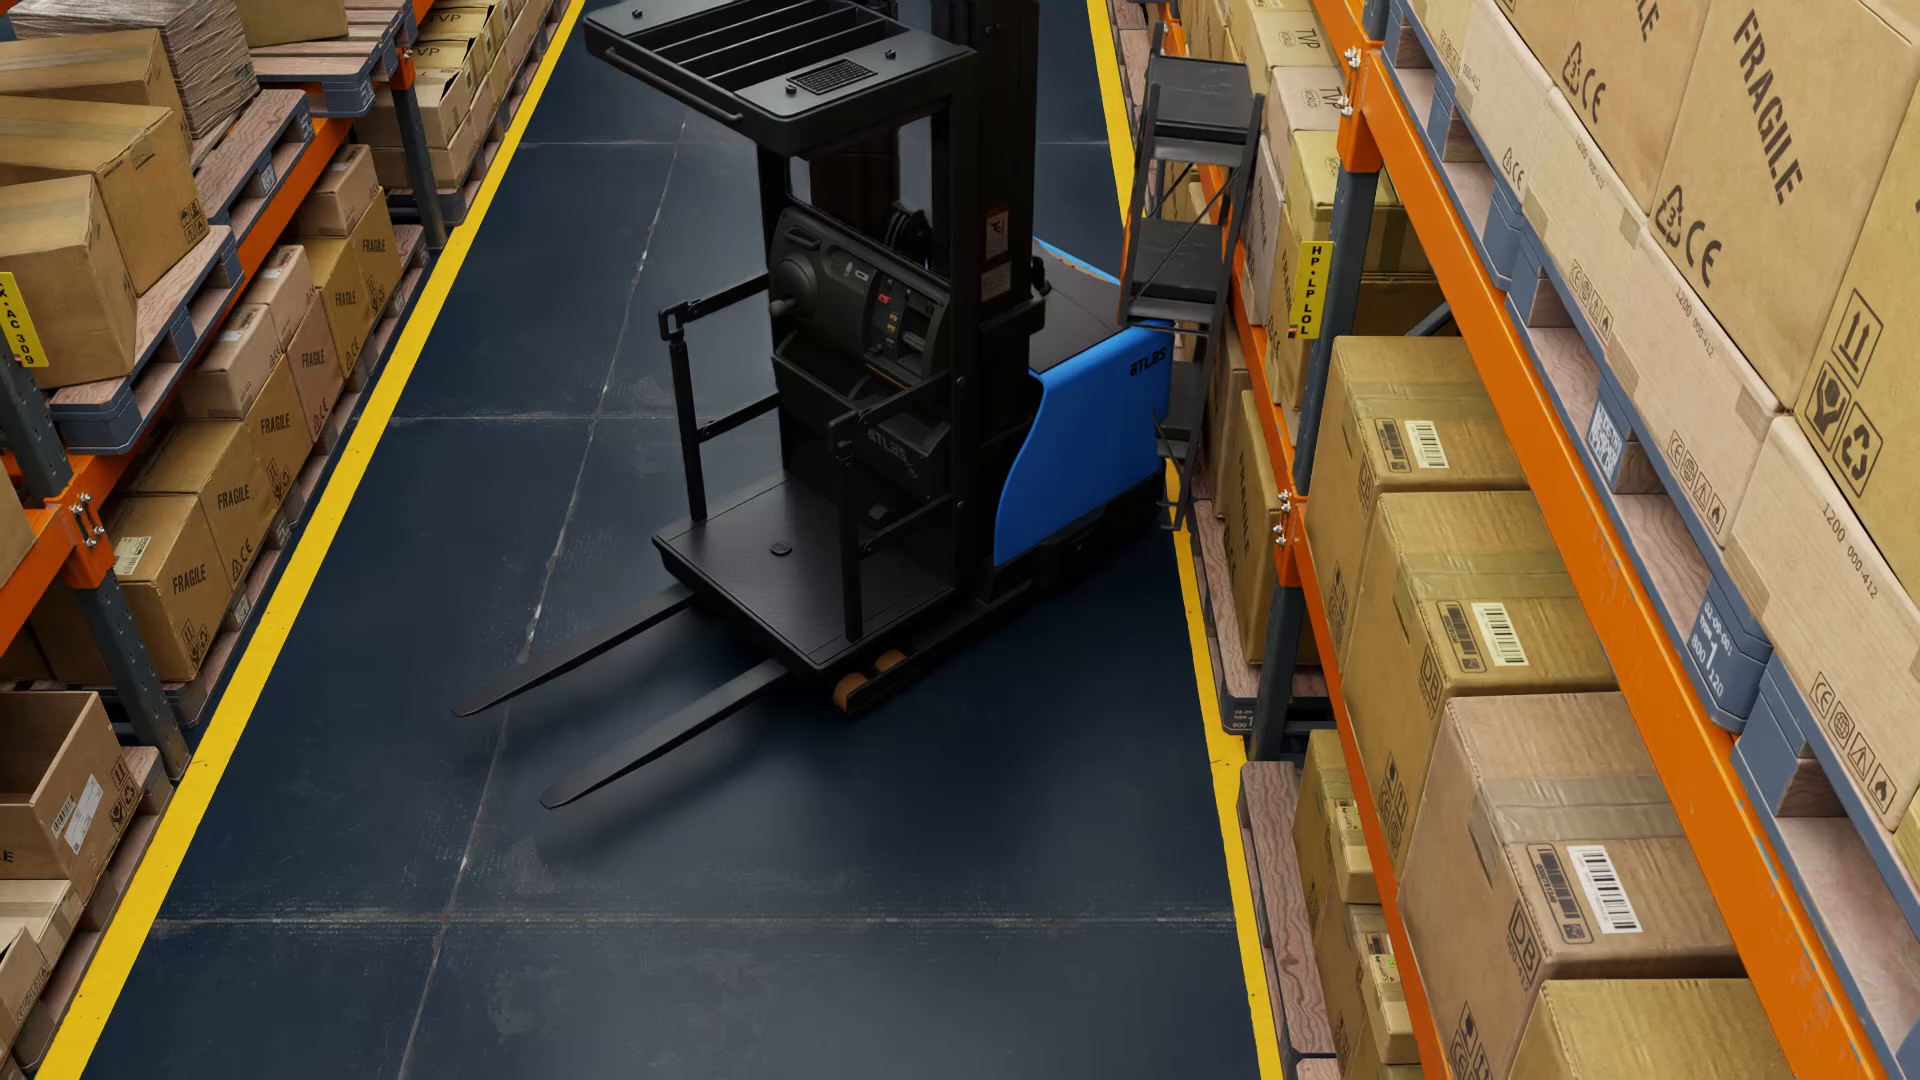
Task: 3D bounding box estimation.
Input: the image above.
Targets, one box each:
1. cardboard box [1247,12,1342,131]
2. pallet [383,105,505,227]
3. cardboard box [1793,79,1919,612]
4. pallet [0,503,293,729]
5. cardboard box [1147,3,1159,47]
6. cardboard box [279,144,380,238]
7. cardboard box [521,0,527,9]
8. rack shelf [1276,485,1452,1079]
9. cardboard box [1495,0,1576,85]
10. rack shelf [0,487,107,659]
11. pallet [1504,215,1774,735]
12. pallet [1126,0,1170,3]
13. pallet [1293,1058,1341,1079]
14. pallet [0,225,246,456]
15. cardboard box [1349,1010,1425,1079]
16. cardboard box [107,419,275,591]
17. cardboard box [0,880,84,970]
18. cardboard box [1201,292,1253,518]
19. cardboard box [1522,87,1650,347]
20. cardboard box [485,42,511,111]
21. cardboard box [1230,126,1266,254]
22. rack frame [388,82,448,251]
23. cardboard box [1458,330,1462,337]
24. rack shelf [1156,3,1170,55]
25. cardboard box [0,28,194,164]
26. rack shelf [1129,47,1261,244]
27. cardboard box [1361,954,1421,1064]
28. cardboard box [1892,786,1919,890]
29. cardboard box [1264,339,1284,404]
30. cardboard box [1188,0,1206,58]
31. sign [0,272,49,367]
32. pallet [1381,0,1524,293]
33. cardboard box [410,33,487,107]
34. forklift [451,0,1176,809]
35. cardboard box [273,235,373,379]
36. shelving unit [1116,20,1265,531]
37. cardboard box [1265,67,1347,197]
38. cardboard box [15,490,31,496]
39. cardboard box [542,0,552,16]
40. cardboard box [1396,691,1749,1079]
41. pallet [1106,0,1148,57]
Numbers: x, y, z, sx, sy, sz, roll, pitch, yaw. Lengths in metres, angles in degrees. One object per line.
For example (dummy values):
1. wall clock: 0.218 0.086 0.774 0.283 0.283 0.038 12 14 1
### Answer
1. cardboard box: 1.330 -1.706 6.047 0.500 0.250 0.500 1 39 1
2. pallet: -3.342 -2.242 9.879 1.003 0.211 1.213 0 39 0
3. cardboard box: 1.319 -0.197 1.802 0.500 0.500 0.500 1 39 1
4. pallet: -3.414 0.265 6.750 1.003 0.211 1.213 0 39 0
5. cardboard box: 1.597 -3.417 10.762 0.700 0.500 0.500 0 39 0
6. cardboard box: -3.140 -1.684 8.001 0.500 0.250 0.500 1 39 2
7. cardboard box: -3.092 -3.736 10.928 0.500 0.311 0.500 0 39 0
8. rack shelf: 1.581 1.211 3.915 1.077 0.370 4.000 0 39 0
9. cardboard box: 1.305 -1.160 3.005 0.500 0.500 0.500 -1 39 -1
10. rack shelf: -3.373 1.217 3.908 1.077 0.370 4.000 0 39 0
11. pallet: 1.567 -0.183 2.752 1.003 0.211 1.213 0 39 0
12. pallet: 1.466 -3.192 8.988 1.213 0.211 1.003 0 39 0
13. pallet: 1.505 2.009 4.575 1.003 0.211 1.213 0 39 0
14. pallet: -3.267 -0.739 5.927 1.003 0.211 1.213 0 39 0
15. cardboard box: 1.472 1.594 4.525 0.700 0.500 0.500 1 39 1
16. cardboard box: -3.144 -0.147 6.681 0.500 0.500 0.500 0 39 1
17. cardboard box: -3.031 1.217 5.260 0.380 0.149 0.250 0 39 0
18. cardboard box: 1.444 -0.607 6.992 0.750 0.750 0.750 1 39 1
19. cardboard box: 1.310 -0.563 2.860 0.500 0.250 0.500 -1 39 -1
20. cardboard box: -3.095 -2.874 10.300 0.500 0.250 0.500 -1 39 -1
21. cardboard box: 1.323 -1.405 6.270 0.500 0.500 0.500 0 39 0
22. rack frame: -3.380 -2.815 8.365 1.000 3.000 0.127 0 39 0
23. cardboard box: 1.830 -0.771 5.479 0.500 0.500 0.500 -1 39 -2
24. rack shelf: 1.571 -3.791 10.158 1.077 0.370 4.000 0 39 0
25. cardboard box: -3.439 -1.622 6.459 0.700 0.500 0.500 -9 40 -11
26. rack shelf: 0.885 -1.492 6.289 0.431 0.518 0.480 7 43 3
27. cardboard box: 1.295 1.247 4.440 0.380 0.149 0.250 -1 39 -1
28. cardboard box: 1.317 0.409 1.647 0.500 0.250 0.500 1 39 1
29. cardboard box: 1.271 -0.599 5.783 0.380 0.149 0.250 1 39 1
30. cardboard box: 1.310 -2.353 7.454 0.500 0.500 0.500 1 39 1
31. sign: -2.833 -0.657 4.979 0.100 0.325 0.005 0 39 0
32. pallet: 1.569 -0.944 3.702 1.003 0.211 1.213 0 39 0
33. cardboard box: -3.096 -2.781 9.737 0.500 0.311 0.500 -1 39 -1
34. forklift: -0.535 -0.836 5.950 3.031 2.935 1.130 -30 47 -32
35. cardboard box: -3.144 -1.103 7.875 0.500 0.500 0.500 -1 39 -2
36. shelving unit: 0.850 -0.994 6.760 0.431 2.100 0.503 7 43 3
37. cardboard box: 1.331 -1.387 5.649 0.500 0.250 0.500 1 39 1
38. cardboard box: -3.655 -0.128 6.658 0.500 0.500 0.500 0 39 0
39. cardboard box: -3.095 -3.832 11.496 0.500 0.250 0.500 -1 39 -1
40. cardboard box: 1.569 0.814 3.596 0.980 0.700 0.700 -2 39 -2
41. pallet: 1.571 -3.748 11.758 1.003 0.211 1.213 0 39 0
